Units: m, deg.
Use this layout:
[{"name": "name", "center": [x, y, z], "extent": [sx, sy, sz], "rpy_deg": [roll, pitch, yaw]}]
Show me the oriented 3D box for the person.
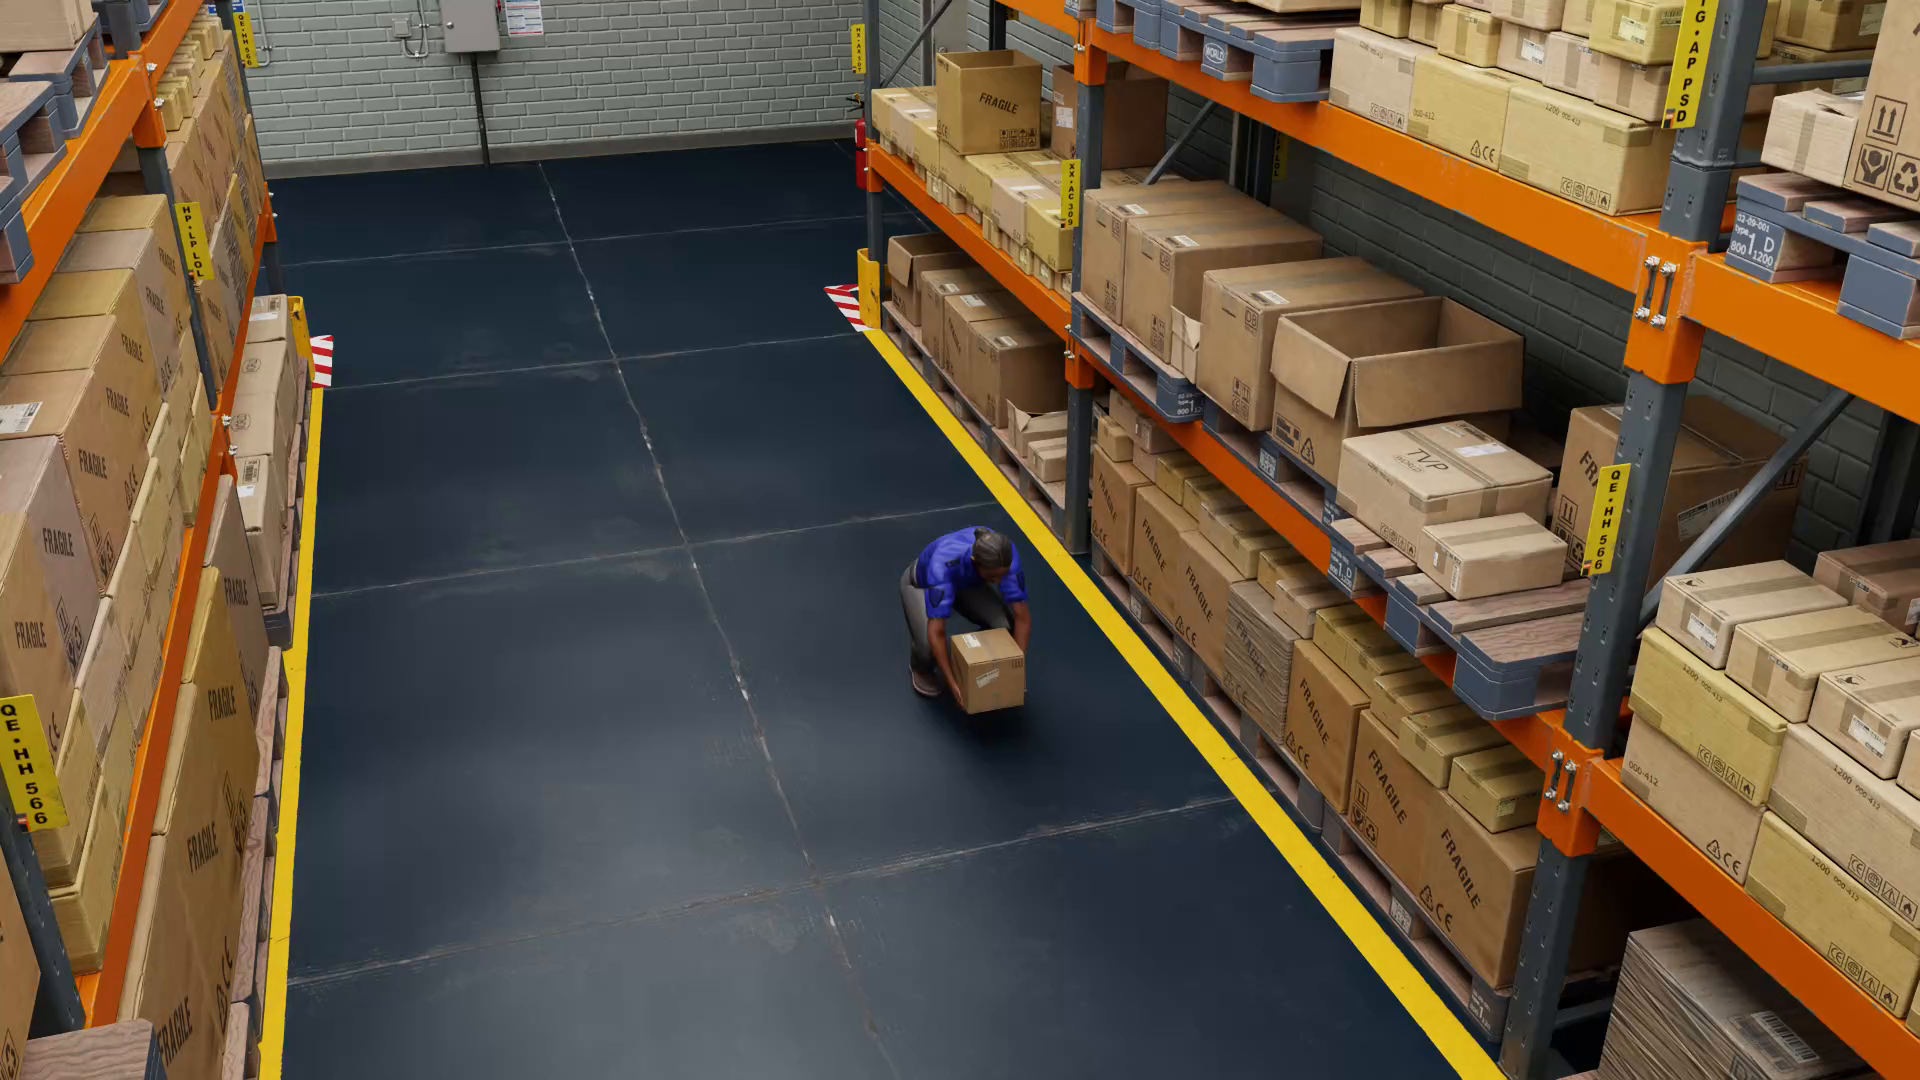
[{"name": "person", "center": [0.021, 0.292, 7.374], "extent": [0.492, 0.918, 0.831], "rpy_deg": [-8, 28, -16]}]
